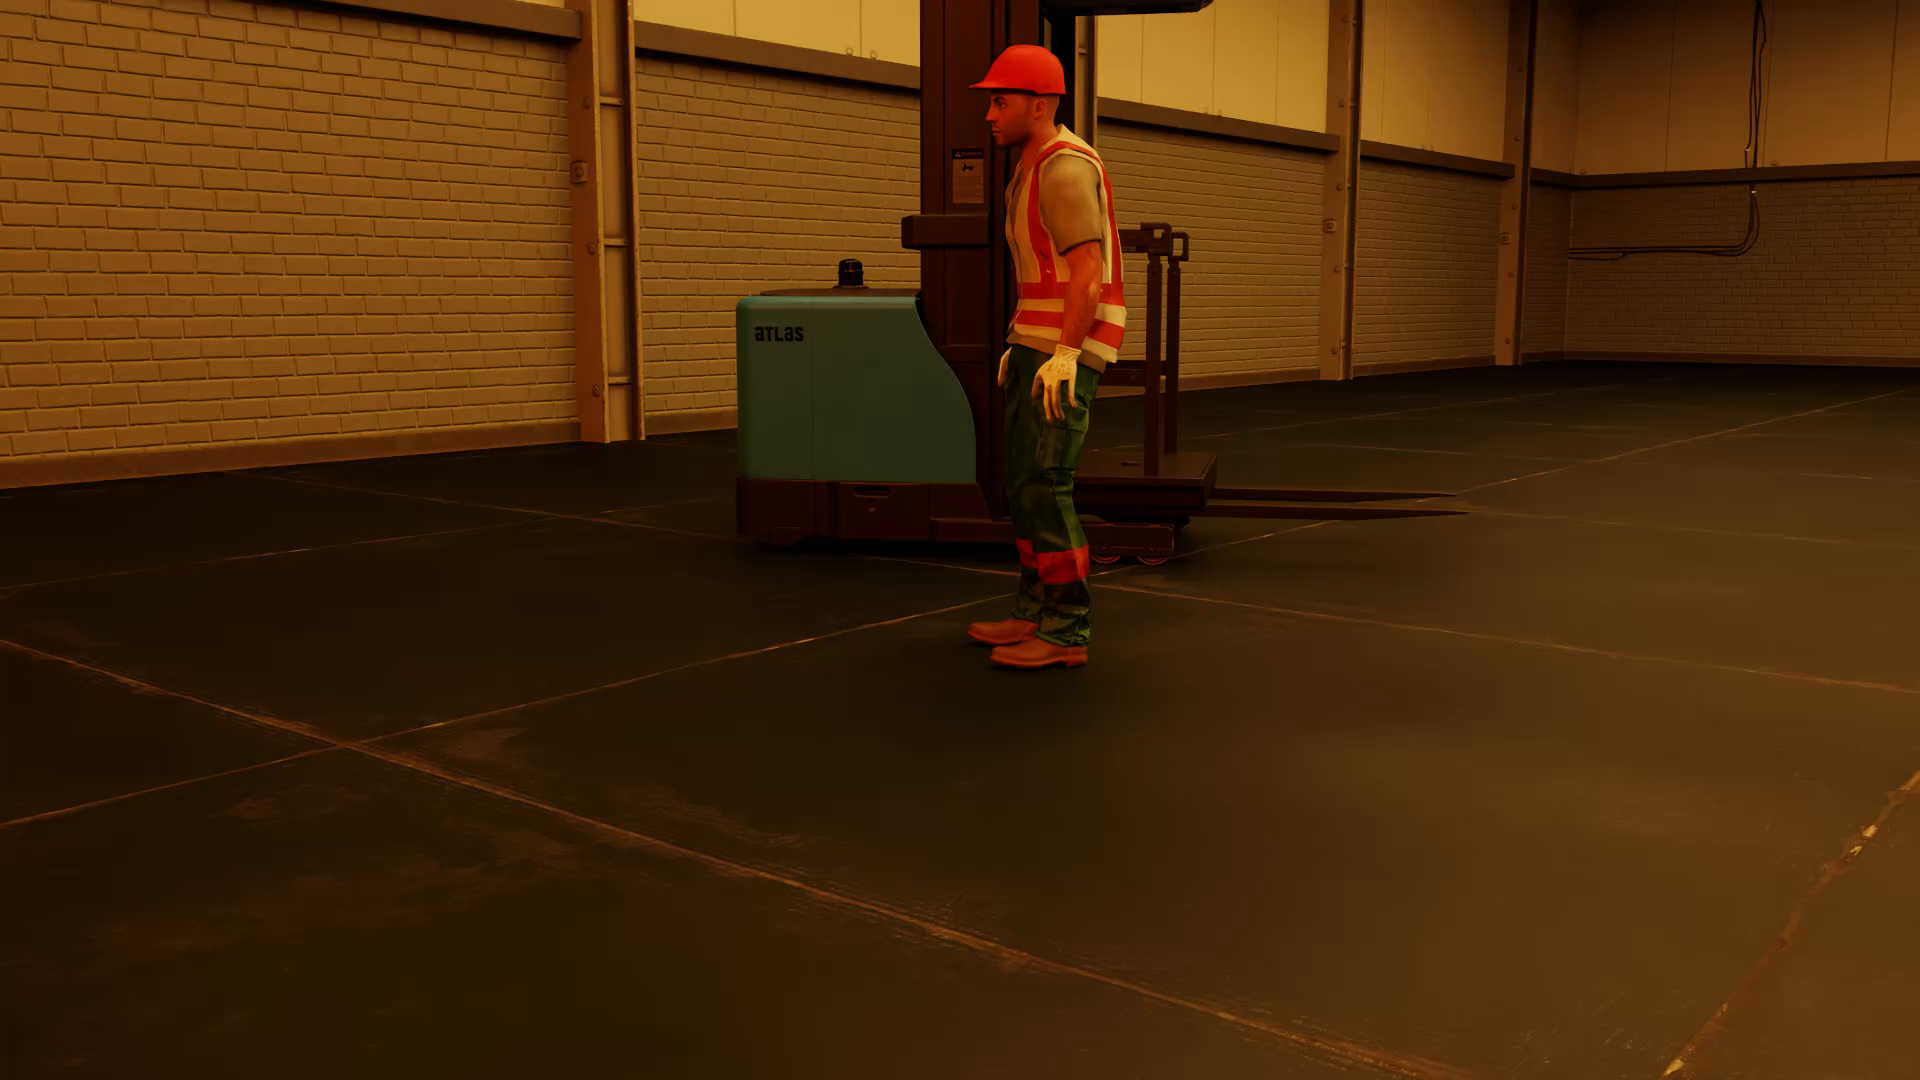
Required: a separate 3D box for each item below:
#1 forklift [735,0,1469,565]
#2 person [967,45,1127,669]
[{"bbox_3d":[0.611,-1.432,7.068,3.031,2.935,1.130,2,8,12],"label":"forklift"},{"bbox_3d":[0.239,-0.525,4.863,0.451,1.777,0.610,-1,8,-10],"label":"person"}]
